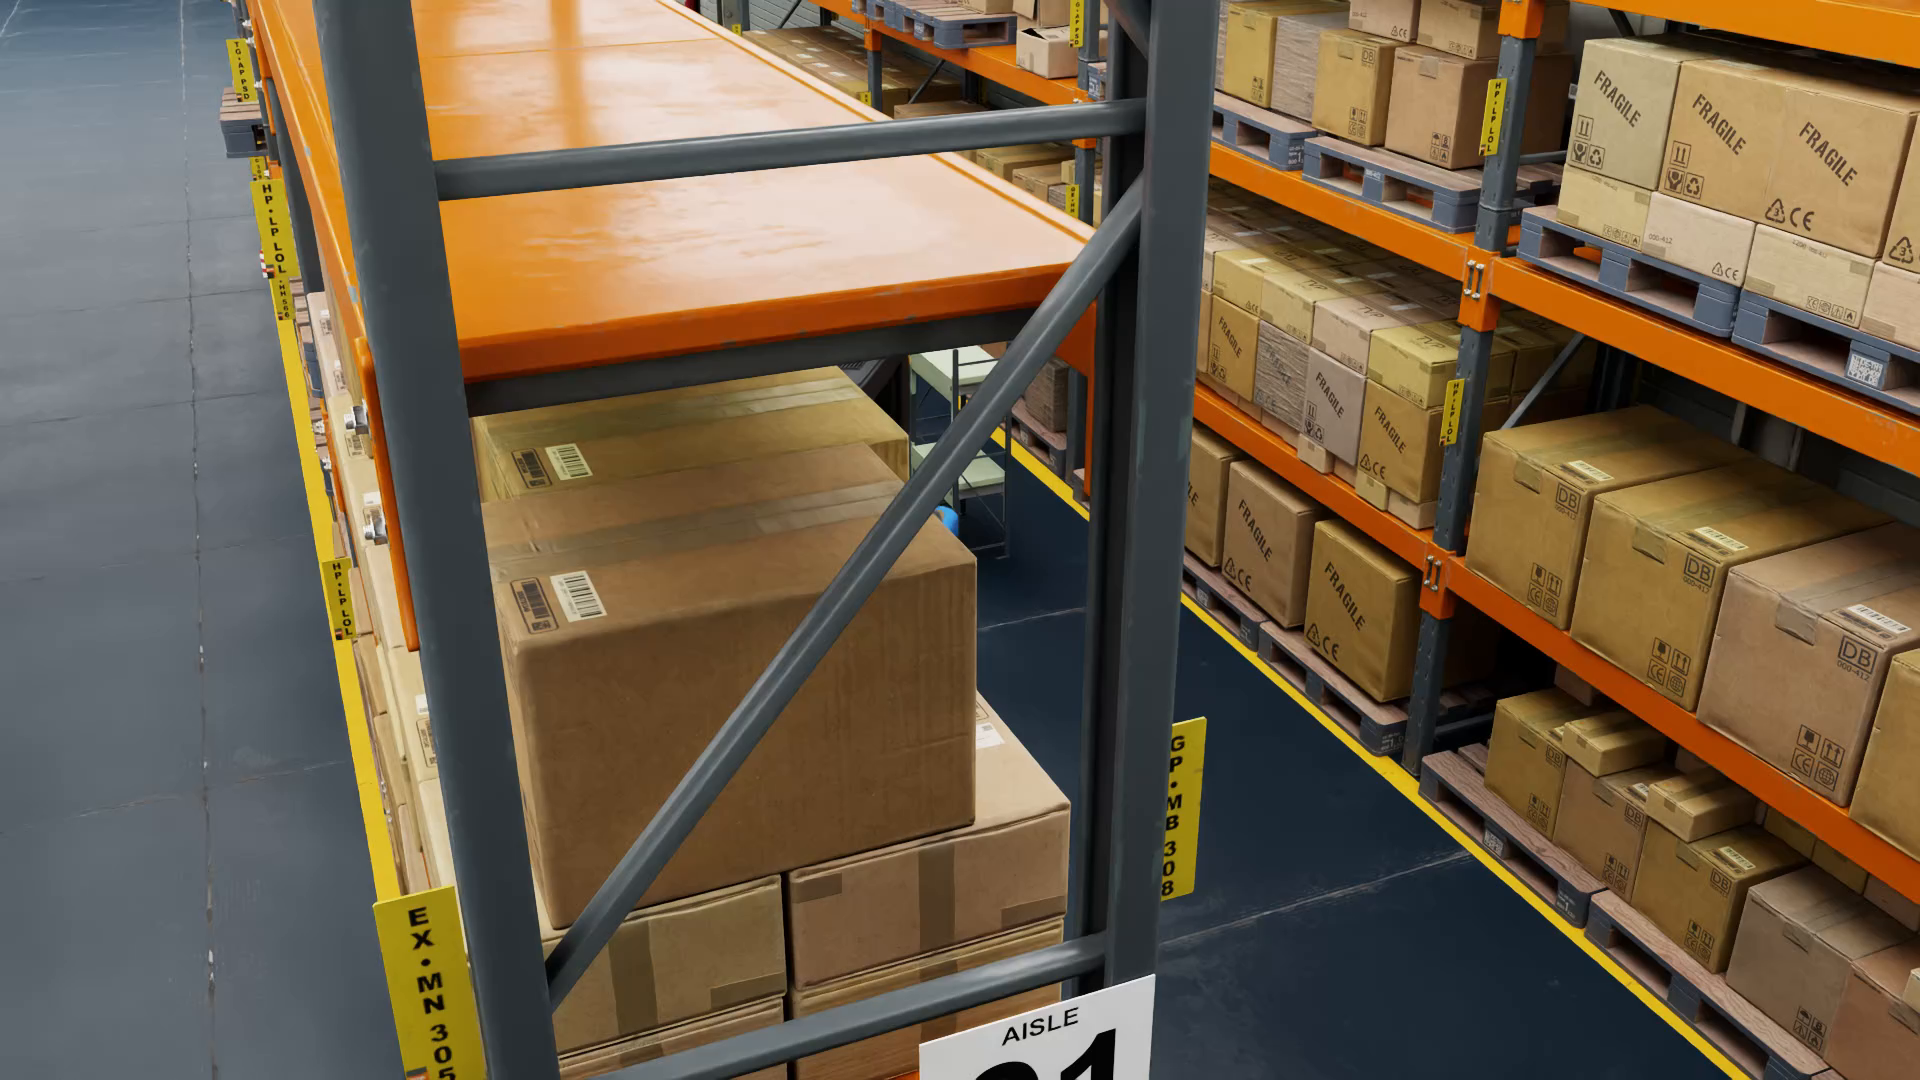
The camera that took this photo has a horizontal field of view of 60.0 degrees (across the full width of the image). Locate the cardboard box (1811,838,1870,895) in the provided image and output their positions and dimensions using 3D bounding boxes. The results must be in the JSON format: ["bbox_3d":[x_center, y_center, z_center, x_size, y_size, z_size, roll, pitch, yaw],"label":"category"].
[{"bbox_3d":[3.750,1.284,6.831,0.380,0.149,0.250,-10,28,-20],"label":"cardboard box"}]

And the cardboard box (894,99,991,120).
[{"bbox_3d":[-0.150,-3.474,14.330,0.700,0.500,0.500,-10,28,-20],"label":"cardboard box"}]

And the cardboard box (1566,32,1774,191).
[{"bbox_3d":[2.836,-1.728,6.675,0.500,0.500,0.500,-11,28,-21],"label":"cardboard box"}]

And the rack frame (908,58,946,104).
[{"bbox_3d":[-0.321,-3.442,14.880,0.949,2.616,0.053,-11,28,-21],"label":"rack frame"}]

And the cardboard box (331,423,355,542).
[{"bbox_3d":[-1.587,-0.199,4.991,0.500,0.250,0.500,-11,28,-21],"label":"cardboard box"}]

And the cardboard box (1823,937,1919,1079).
[{"bbox_3d":[3.819,1.869,6.373,0.700,0.500,0.500,-11,28,-21],"label":"cardboard box"}]

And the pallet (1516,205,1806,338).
[{"bbox_3d":[3.126,-1.189,6.948,1.003,0.211,1.213,-11,28,-21],"label":"pallet"}]

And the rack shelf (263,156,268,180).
[{"bbox_3d":[-5.658,-3.074,14.946,1.077,0.370,4.000,-11,28,-21],"label":"rack shelf"}]

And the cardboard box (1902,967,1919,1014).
[{"bbox_3d":[3.697,1.656,6.070,0.380,0.149,0.250,-10,28,-19],"label":"cardboard box"}]

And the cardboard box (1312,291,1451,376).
[{"bbox_3d":[2.205,-1.090,8.733,0.500,0.250,0.500,-10,28,-19],"label":"cardboard box"}]

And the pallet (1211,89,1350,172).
[{"bbox_3d":[1.990,-2.389,9.520,1.003,0.211,1.213,-9,28,-18],"label":"pallet"}]

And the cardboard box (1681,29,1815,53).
[{"bbox_3d":[3.303,-1.822,6.867,0.500,0.500,0.500,-11,28,-21],"label":"cardboard box"}]

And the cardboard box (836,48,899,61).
[{"bbox_3d":[-0.913,-4.566,16.476,0.500,0.500,0.500,-10,28,-20],"label":"cardboard box"}]

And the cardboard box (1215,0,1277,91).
[{"bbox_3d":[1.747,-3.027,9.997,0.700,0.500,0.500,-12,29,-23],"label":"cardboard box"}]

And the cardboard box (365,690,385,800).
[{"bbox_3d":[-2.580,1.012,8.106,0.500,0.500,0.500,-10,28,-20],"label":"cardboard box"}]

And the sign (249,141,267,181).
[{"bbox_3d":[-5.385,-2.918,12.731,0.100,0.325,0.005,-11,28,-21],"label":"sign"}]

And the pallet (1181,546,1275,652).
[{"bbox_3d":[1.962,0.249,10.500,1.003,0.211,1.213,-11,28,-21],"label":"pallet"}]

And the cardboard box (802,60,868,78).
[{"bbox_3d":[-1.176,-4.264,15.858,0.500,0.500,0.500,-11,28,-22],"label":"cardboard box"}]

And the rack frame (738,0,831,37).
[{"bbox_3d":[-1.884,-5.057,18.189,1.000,3.000,0.127,-11,28,-21],"label":"rack frame"}]

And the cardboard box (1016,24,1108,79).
[{"bbox_3d":[0.718,-3.389,11.431,0.500,0.311,0.500,-11,28,-21],"label":"cardboard box"}]

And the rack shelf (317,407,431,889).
[{"bbox_3d":[-0.958,0.423,4.366,1.077,0.370,4.000,-11,28,-21],"label":"rack shelf"}]

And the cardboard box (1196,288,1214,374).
[{"bbox_3d":[1.593,-1.361,10.144,0.500,0.500,0.500,-11,28,-21],"label":"cardboard box"}]

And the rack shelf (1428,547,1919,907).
[{"bbox_3d":[3.598,0.918,6.771,1.077,0.370,4.000,-11,28,-21],"label":"rack shelf"}]

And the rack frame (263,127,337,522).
[{"bbox_3d":[-3.308,-0.975,9.828,1.000,3.000,0.127,-11,28,-21],"label":"rack frame"}]

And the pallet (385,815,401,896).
[{"bbox_3d":[-2.095,1.571,7.791,1.003,0.211,1.213,-11,28,-21],"label":"pallet"}]

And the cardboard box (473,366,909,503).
[{"bbox_3d":[-0.509,-0.008,3.176,0.700,0.500,0.500,-11,28,-21],"label":"cardboard box"}]

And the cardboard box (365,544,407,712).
[{"bbox_3d":[-0.999,0.182,3.641,0.500,0.250,0.500,-11,28,-21],"label":"cardboard box"}]

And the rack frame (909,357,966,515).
[{"bbox_3d":[-0.146,-0.824,11.229,0.400,1.500,0.023,-11,28,-21],"label":"rack frame"}]

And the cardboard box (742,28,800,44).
[{"bbox_3d":[-1.974,-5.091,17.552,0.500,0.500,0.500,-11,28,-21],"label":"cardboard box"}]

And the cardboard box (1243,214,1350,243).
[{"bbox_3d":[2.062,-1.796,10.179,0.500,0.250,0.500,-11,28,-22],"label":"cardboard box"}]

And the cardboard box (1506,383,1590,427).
[{"bbox_3d":[2.867,-0.629,8.644,0.500,0.500,0.500,-12,28,-22],"label":"cardboard box"}]

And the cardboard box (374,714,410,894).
[{"bbox_3d":[-1.413,0.800,4.939,0.500,0.500,0.500,-11,28,-22],"label":"cardboard box"}]

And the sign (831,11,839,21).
[{"bbox_3d":[-1.366,-5.807,18.044,0.100,0.325,0.005,-11,28,-21],"label":"sign"}]

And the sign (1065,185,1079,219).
[{"bbox_3d":[0.753,-2.215,11.138,0.100,0.325,0.005,-11,28,-21],"label":"sign"}]

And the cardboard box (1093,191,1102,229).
[{"bbox_3d":[1.200,-2.113,10.828,0.500,0.250,0.500,-10,28,-19],"label":"cardboard box"}]

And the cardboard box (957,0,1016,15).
[{"bbox_3d":[0.306,-4.291,12.609,0.500,0.500,0.500,-12,28,-22],"label":"cardboard box"}]

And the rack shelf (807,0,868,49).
[{"bbox_3d":[-1.101,-5.274,16.035,1.077,0.370,4.000,-11,28,-21],"label":"rack shelf"}]

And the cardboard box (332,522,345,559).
[{"bbox_3d":[-3.393,0.184,9.803,0.500,0.500,0.500,-9,28,-18],"label":"cardboard box"}]

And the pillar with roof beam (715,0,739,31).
[{"bbox_3d":[-7.125,-9.301,20.044,9.100,9.000,0.400,-11,28,-21],"label":"pillar with roof beam"}]

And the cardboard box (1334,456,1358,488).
[{"bbox_3d":[2.242,-0.407,8.928,0.380,0.149,0.250,-10,28,-19],"label":"cardboard box"}]

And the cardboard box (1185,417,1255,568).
[{"bbox_3d":[1.753,-0.376,10.573,0.750,0.750,0.750,-11,28,-21],"label":"cardboard box"}]

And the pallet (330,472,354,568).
[{"bbox_3d":[-2.542,-0.104,8.263,1.003,0.211,1.213,-11,28,-21],"label":"pallet"}]

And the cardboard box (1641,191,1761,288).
[{"bbox_3d":[3.029,-1.194,6.437,0.500,0.250,0.500,-11,28,-22],"label":"cardboard box"}]

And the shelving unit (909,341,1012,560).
[{"bbox_3d":[-0.003,-0.677,10.926,0.431,1.500,0.755,-11,28,-21],"label":"shelving unit"}]

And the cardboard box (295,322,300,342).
[{"bbox_3d":[-4.942,-1.585,13.094,0.500,0.311,0.500,-10,28,-20],"label":"cardboard box"}]

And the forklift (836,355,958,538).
[{"bbox_3d":[-0.828,0.073,7.833,1.129,2.867,3.031,6,27,12],"label":"forklift"}]
